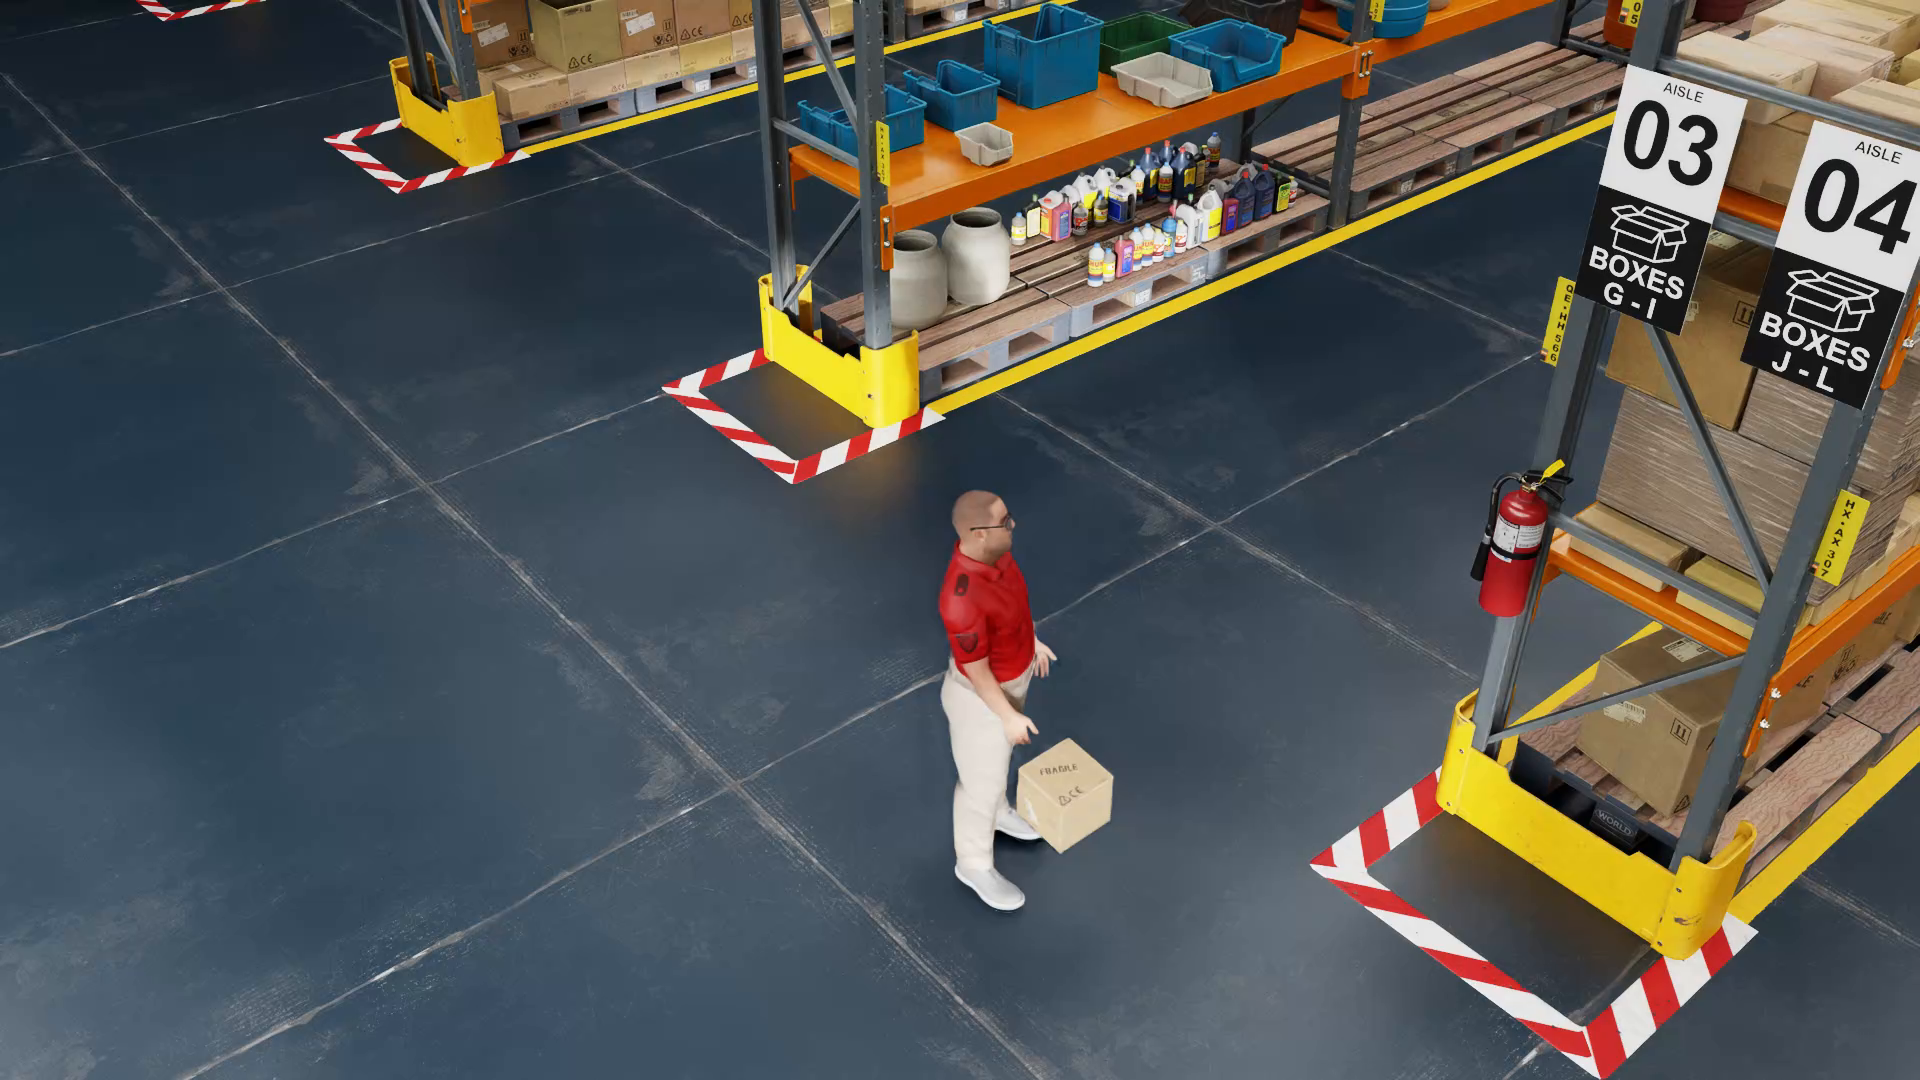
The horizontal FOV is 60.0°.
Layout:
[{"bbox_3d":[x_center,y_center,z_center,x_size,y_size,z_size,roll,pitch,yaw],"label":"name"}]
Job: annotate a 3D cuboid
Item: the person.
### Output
[{"bbox_3d":[0.132,0.569,6.270,0.400,1.740,0.596,7,36,10],"label":"person"}]
